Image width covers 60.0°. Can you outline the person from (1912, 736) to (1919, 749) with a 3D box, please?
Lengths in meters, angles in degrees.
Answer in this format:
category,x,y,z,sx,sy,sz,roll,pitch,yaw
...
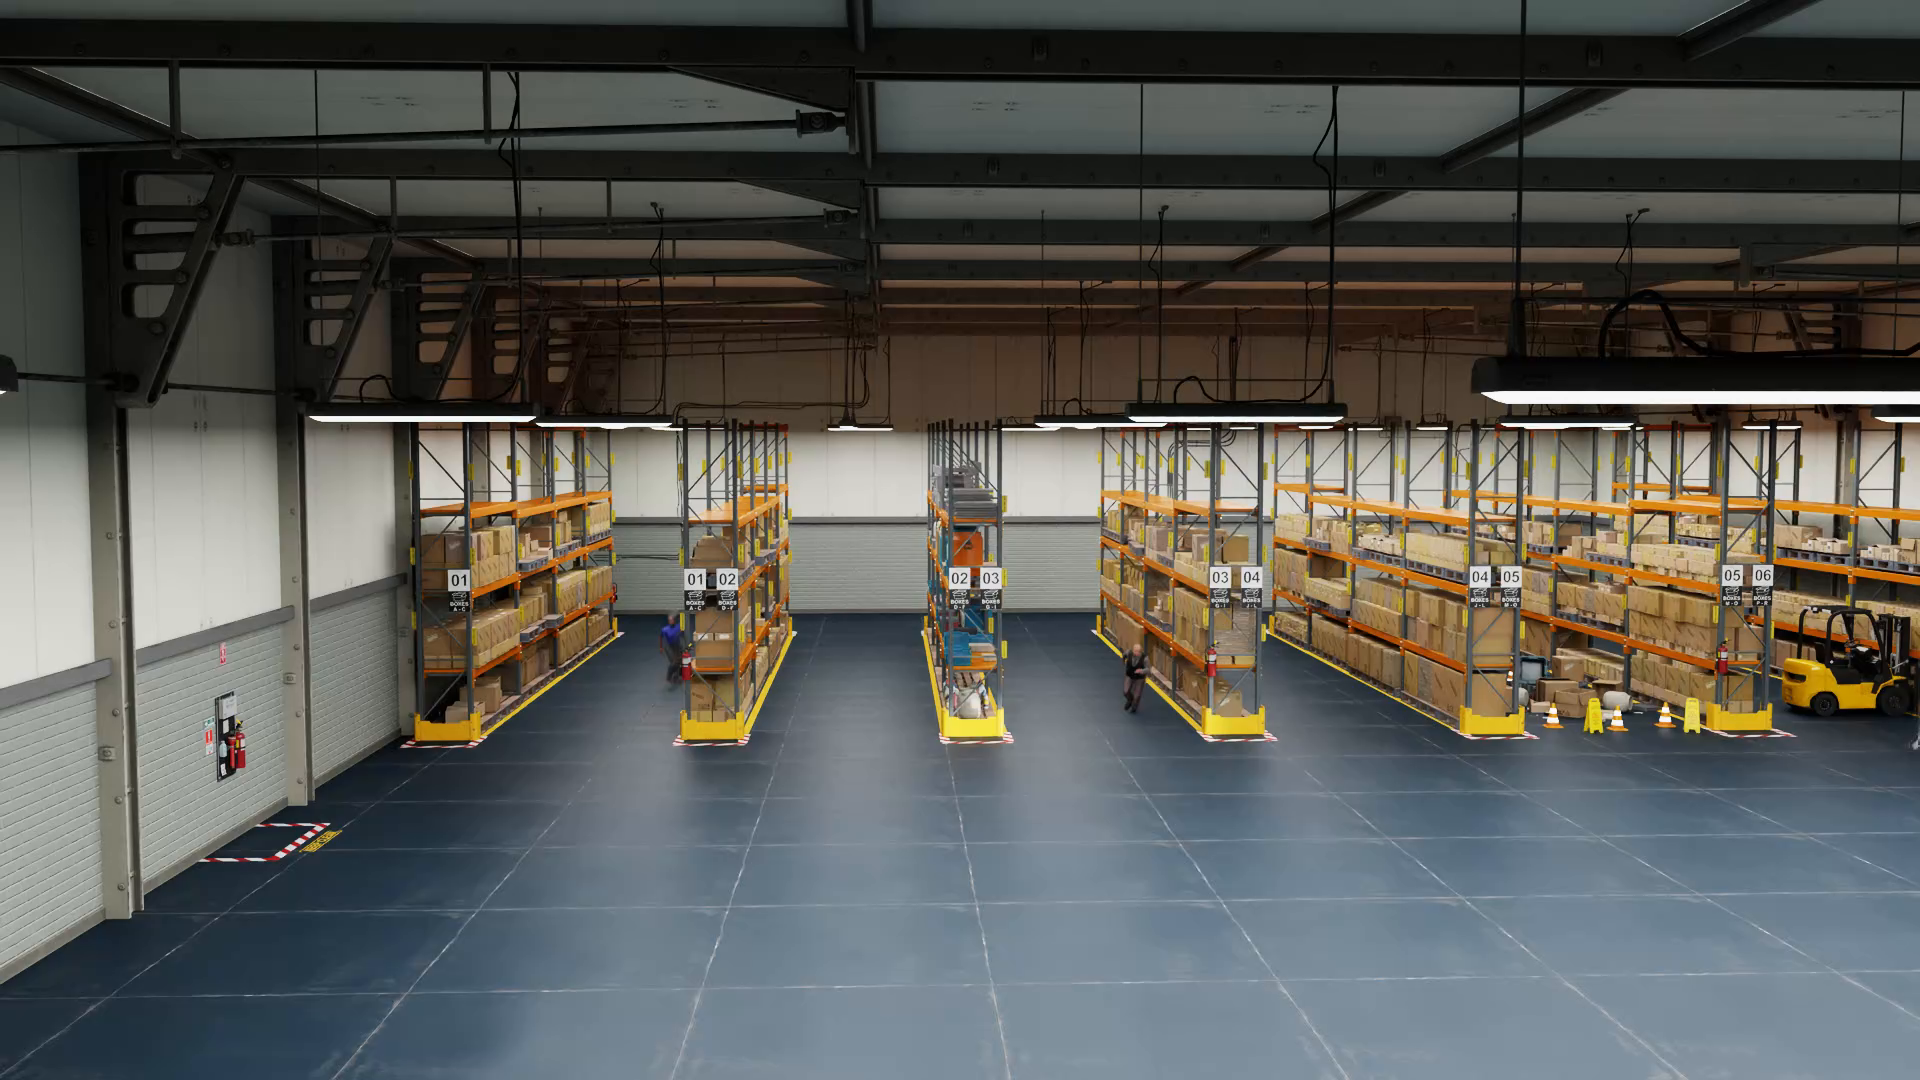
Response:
category,x,y,z,sx,sy,sz,roll,pitch,yaw
person,17.461,3.024,29.582,0.670,1.604,0.713,0,4,-5

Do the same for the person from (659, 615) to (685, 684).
category,x,y,z,sx,sy,sz,roll,pitch,yaw
person,-6.532,2.517,38.134,0.599,1.615,0.754,-3,5,-43

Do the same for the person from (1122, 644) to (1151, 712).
category,x,y,z,sx,sy,sz,roll,pitch,yaw
person,3.562,2.811,33.752,0.676,1.477,0.998,1,4,15
